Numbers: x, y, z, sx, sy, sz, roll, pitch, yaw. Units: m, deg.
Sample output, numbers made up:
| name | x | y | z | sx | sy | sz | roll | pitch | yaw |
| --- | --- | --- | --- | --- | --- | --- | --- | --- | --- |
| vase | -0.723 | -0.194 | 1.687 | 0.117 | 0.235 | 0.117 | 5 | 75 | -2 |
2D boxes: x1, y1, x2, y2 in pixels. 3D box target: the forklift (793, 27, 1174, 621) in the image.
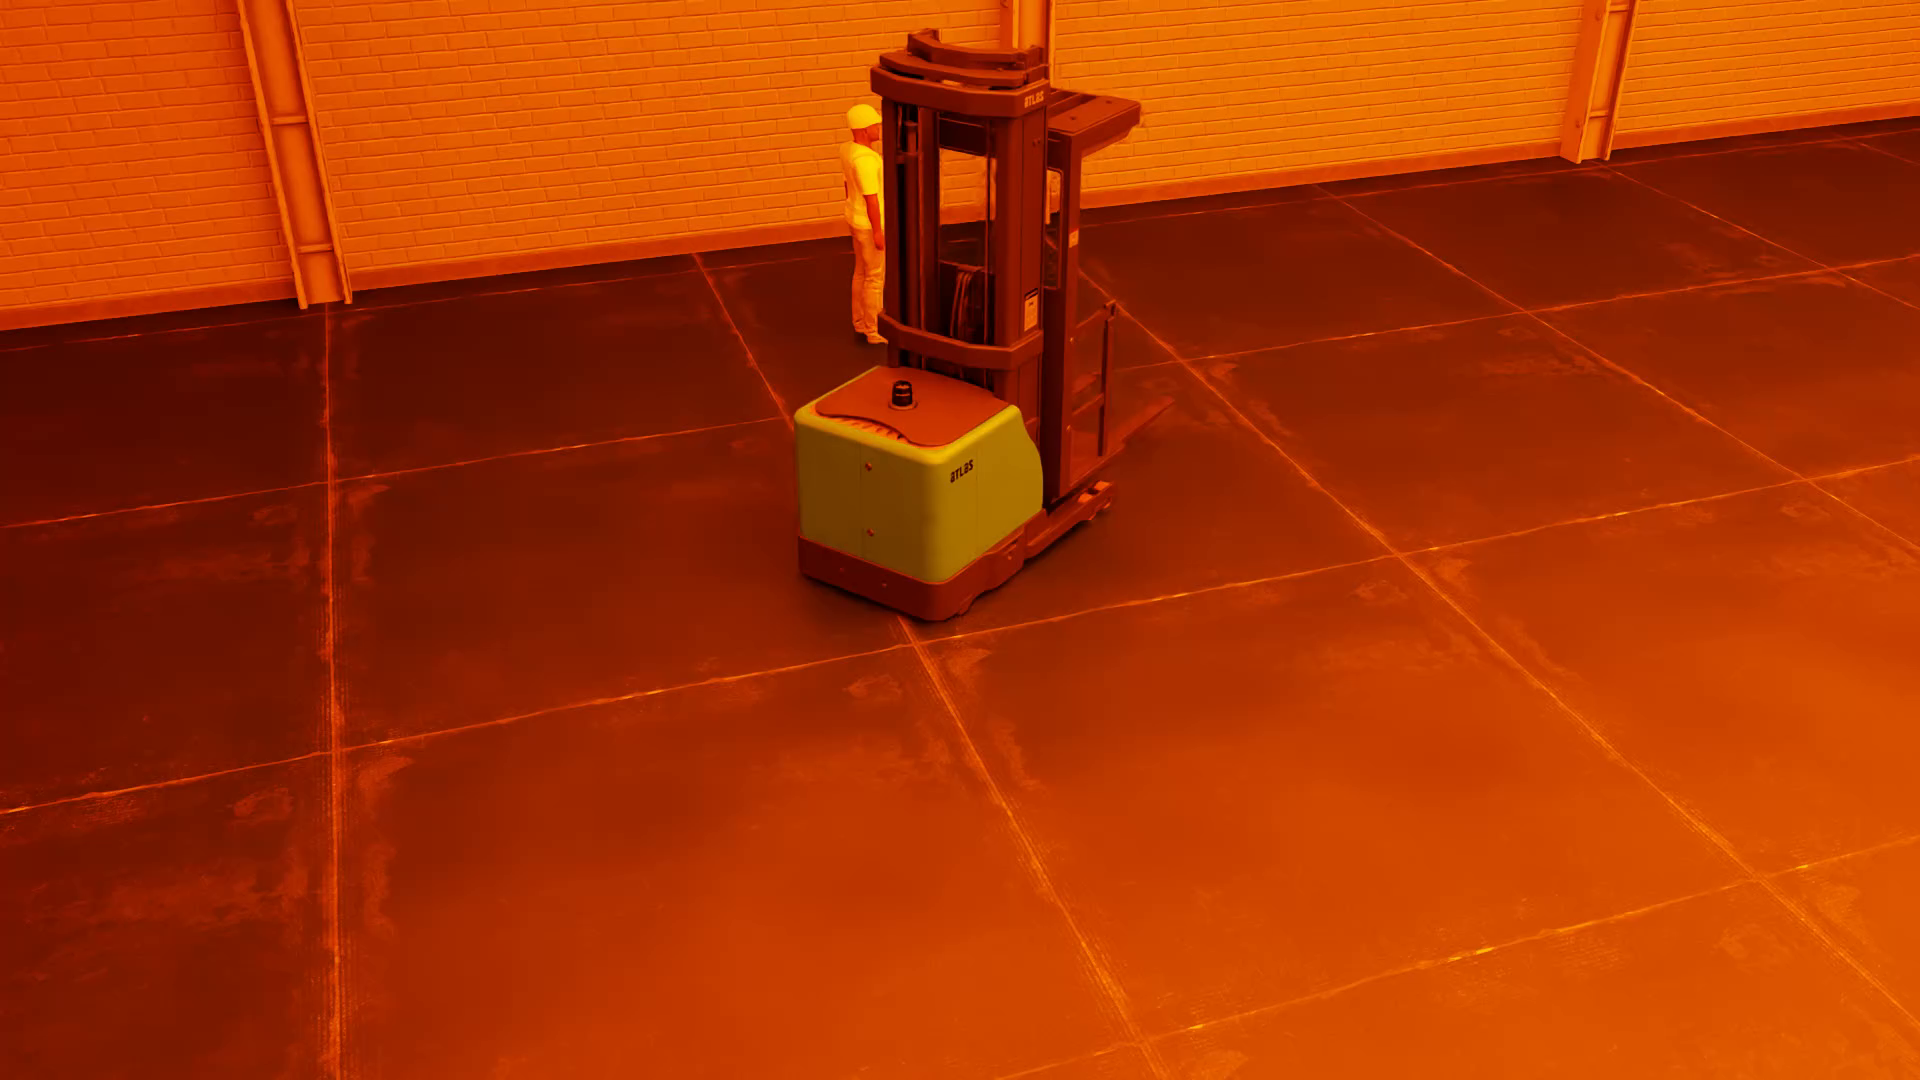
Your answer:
| name | x | y | z | sx | sy | sz | roll | pitch | yaw |
| --- | --- | --- | --- | --- | --- | --- | --- | --- | --- |
| forklift | 0.318 | -1.512 | 9.715 | 1.130 | 2.935 | 3.031 | 19 | 35 | 29 |

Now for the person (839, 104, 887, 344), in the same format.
| name | x | y | z | sx | sy | sz | roll | pitch | yaw |
| --- | --- | --- | --- | --- | --- | --- | --- | --- | --- |
| person | -0.660 | -2.351 | 12.342 | 0.392 | 1.770 | 0.556 | -11 | 32 | -18 |
